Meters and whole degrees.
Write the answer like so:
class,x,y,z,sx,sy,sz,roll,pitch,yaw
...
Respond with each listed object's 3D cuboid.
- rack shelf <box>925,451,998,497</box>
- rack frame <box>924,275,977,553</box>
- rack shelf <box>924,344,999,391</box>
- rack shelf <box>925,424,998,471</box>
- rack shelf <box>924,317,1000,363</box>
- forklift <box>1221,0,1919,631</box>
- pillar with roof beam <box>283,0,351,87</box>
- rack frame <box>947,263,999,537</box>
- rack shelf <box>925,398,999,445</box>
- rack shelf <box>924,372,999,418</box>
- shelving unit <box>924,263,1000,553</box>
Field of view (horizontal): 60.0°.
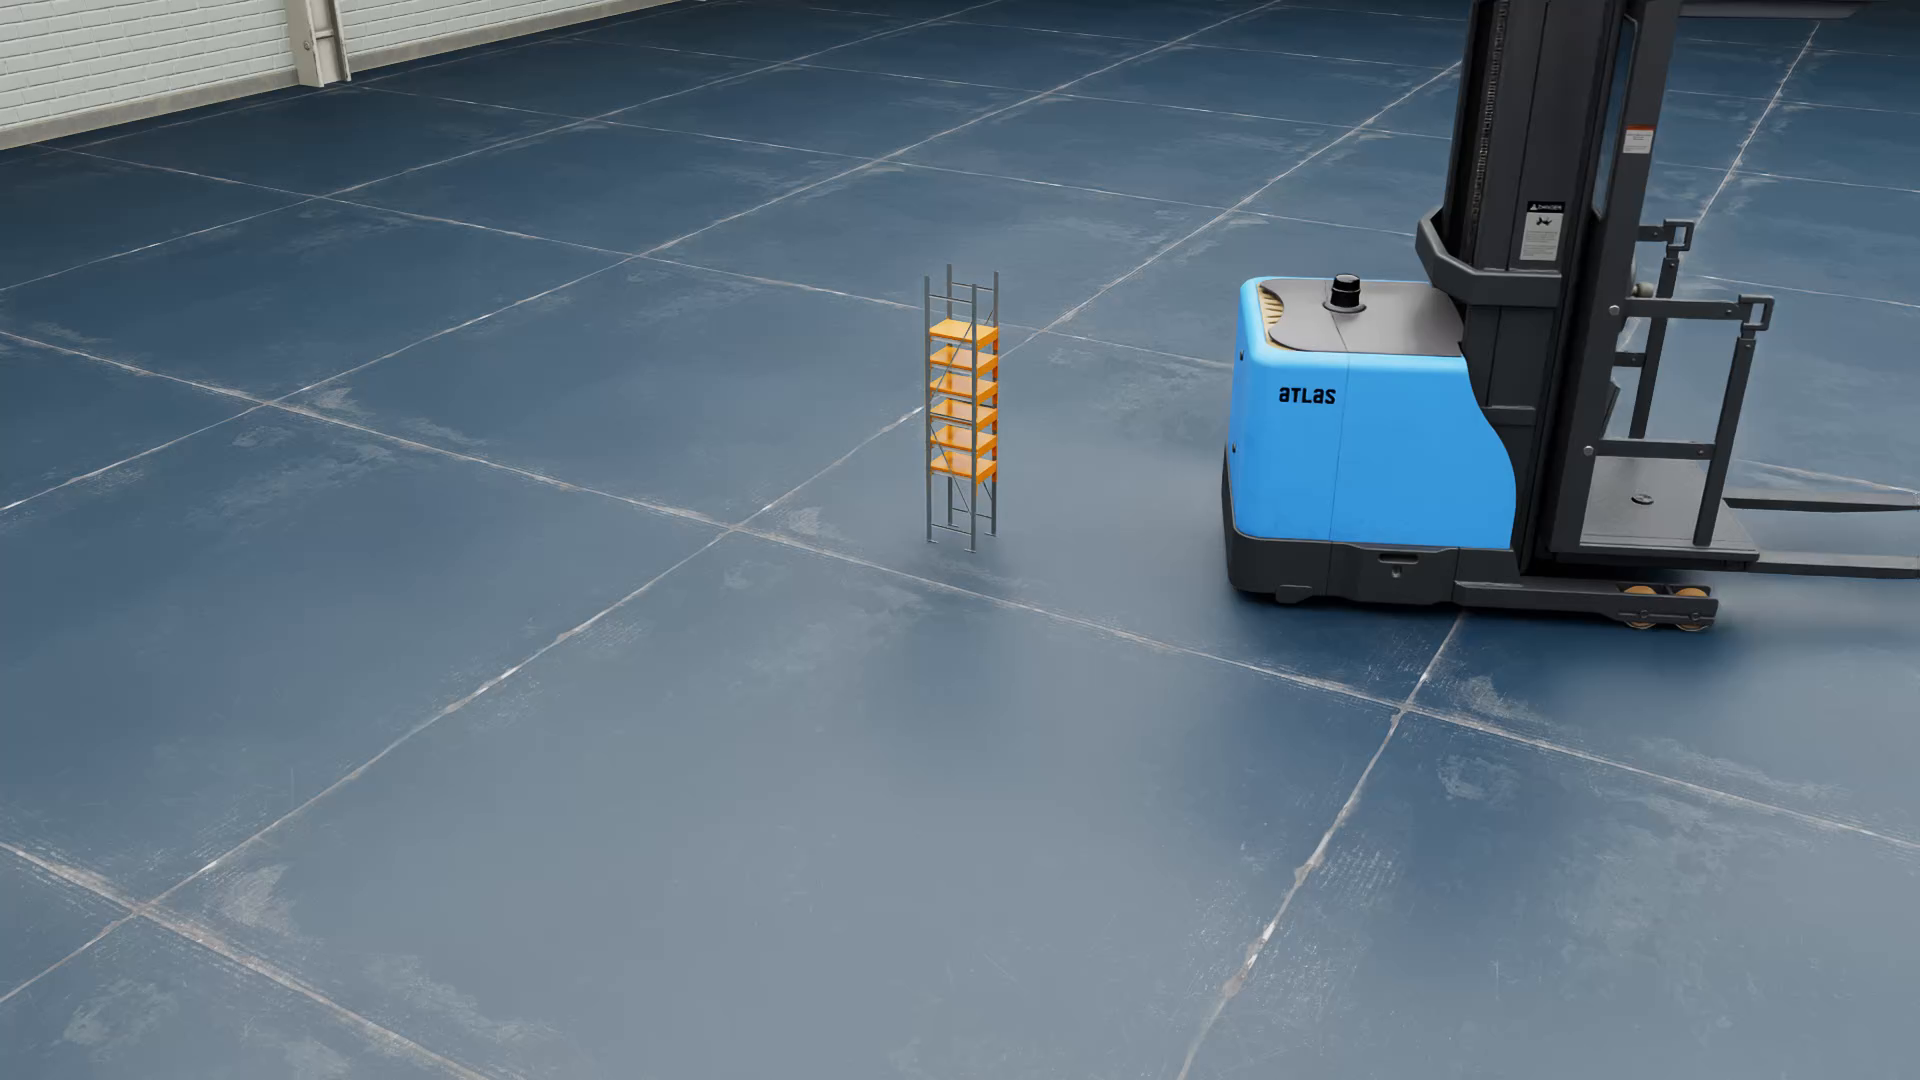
class,x,y,z,sx,sy,sz,roll,pitch,yaw
rack shelf,0.007,-0.288,7.120,0.258,0.103,0.180,14,30,26
rack frame,-0.038,-0.507,6.921,0.240,1.200,0.006,14,30,26
rack shelf,0.007,-0.717,6.905,0.258,0.103,0.180,14,30,26
rack shelf,0.007,-0.395,7.066,0.258,0.103,0.180,14,30,26
rack shelf,0.007,-0.824,6.851,0.258,0.103,0.180,14,30,26
forklift,2.645,-1.203,6.379,3.031,2.935,1.130,3,27,5
pillar with roof beam,-2.410,-7.515,12.210,9.100,9.000,0.400,14,30,26
rack frame,0.052,-0.578,7.064,0.240,1.200,0.006,14,30,26
rack shelf,0.007,-0.502,7.013,0.258,0.103,0.180,14,30,26
rack shelf,0.007,-0.610,6.959,0.258,0.103,0.180,14,30,26
shelving unit,0.007,-0.542,6.993,0.258,1.200,0.189,14,30,26
